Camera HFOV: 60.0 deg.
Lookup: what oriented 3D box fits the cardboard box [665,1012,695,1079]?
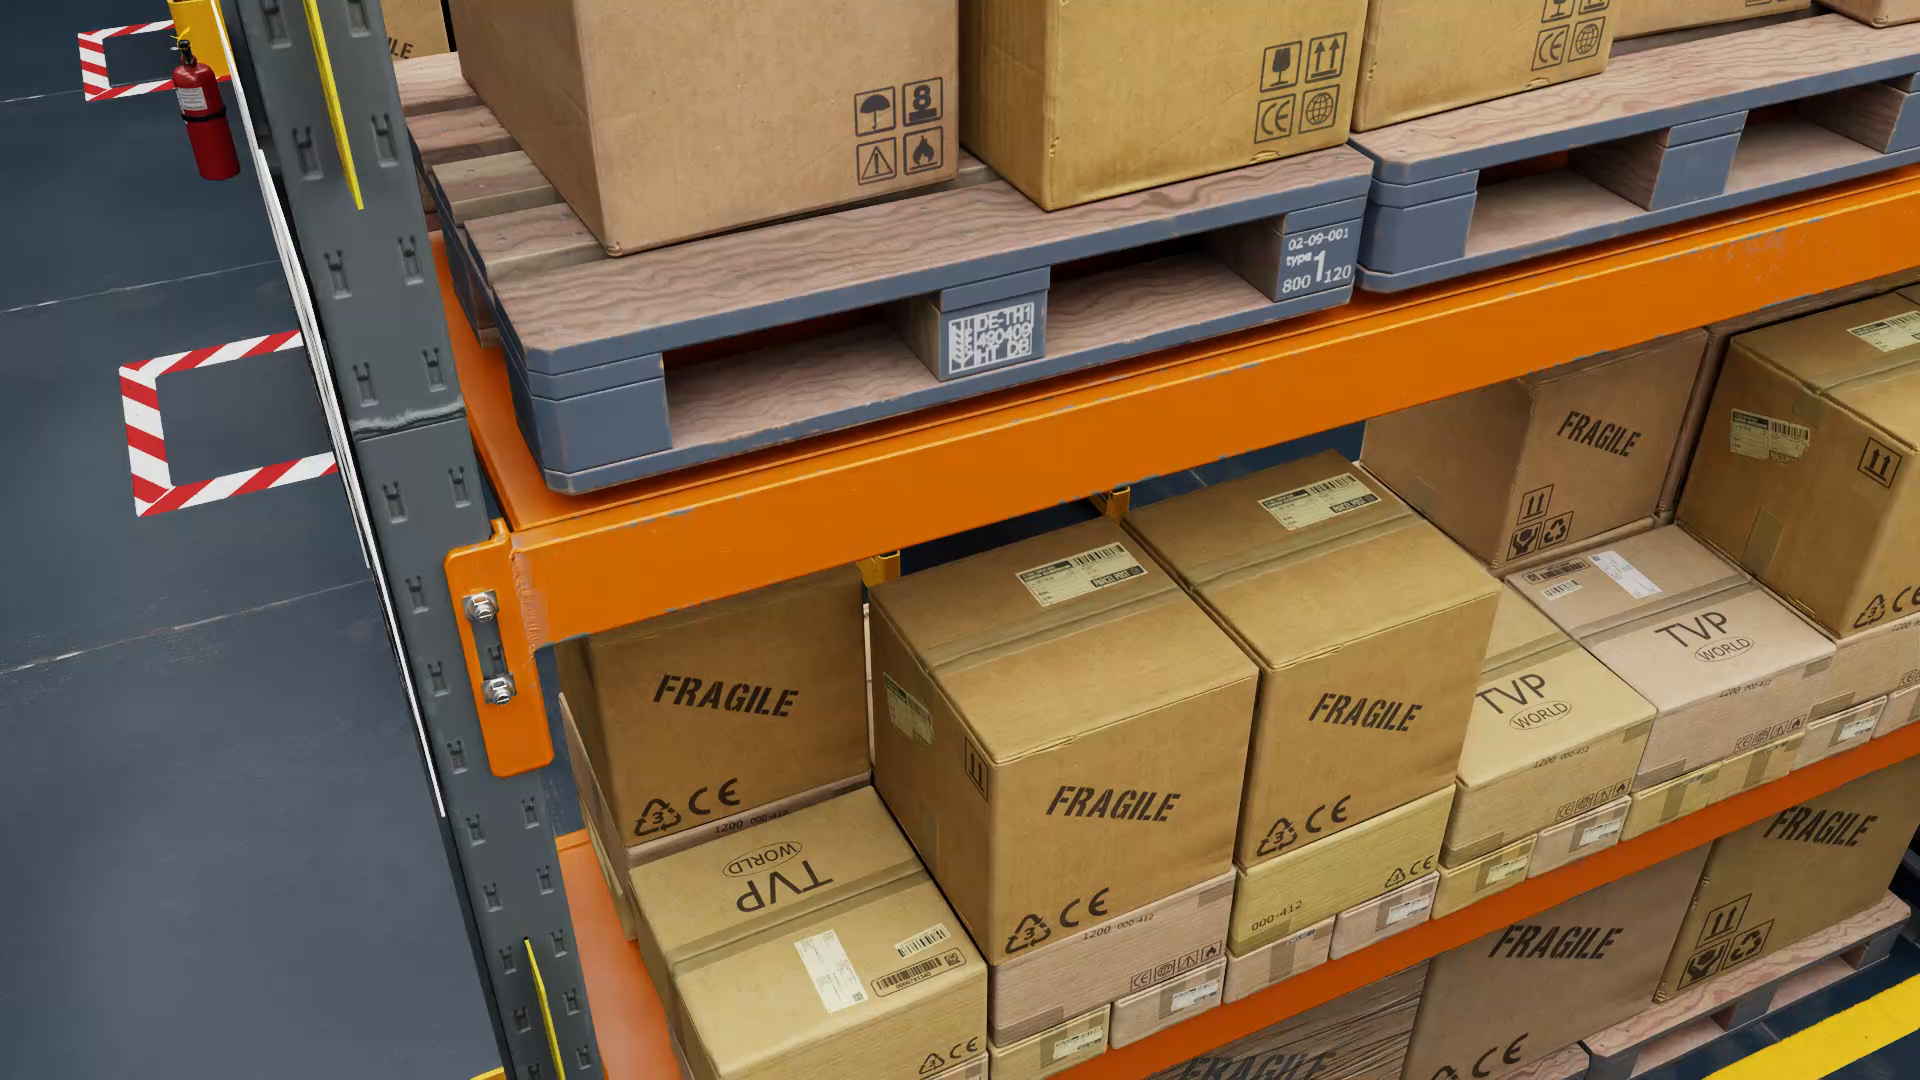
[{"bbox_3d":[-0.372,0.999,3.096,0.250,0.149,0.380,-15,39,-19],"label":"cardboard box"}]

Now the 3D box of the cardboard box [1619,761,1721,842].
[{"bbox_3d":[1.487,0.478,3.799,0.250,0.149,0.380,-16,40,-21],"label":"cardboard box"}]

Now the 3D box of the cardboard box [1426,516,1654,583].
[{"bbox_3d":[1.332,-0.027,4.144,0.500,0.250,0.500,-15,39,-19],"label":"cardboard box"}]

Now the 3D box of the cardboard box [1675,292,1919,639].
[{"bbox_3d":[2.030,-0.178,3.719,0.500,0.500,0.500,-15,39,-19],"label":"cardboard box"}]

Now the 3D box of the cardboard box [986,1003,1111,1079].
[{"bbox_3d":[0.091,0.868,3.272,0.250,0.149,0.380,-17,40,-21],"label":"cardboard box"}]

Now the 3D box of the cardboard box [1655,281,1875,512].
[{"bbox_3d":[1.796,-0.459,4.098,0.500,0.500,0.500,-16,39,-20],"label":"cardboard box"}]

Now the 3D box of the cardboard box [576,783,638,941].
[{"bbox_3d":[-0.651,0.643,3.576,0.250,0.149,0.380,-15,39,-19],"label":"cardboard box"}]

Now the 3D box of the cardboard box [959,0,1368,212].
[{"bbox_3d":[0.175,-0.882,2.383,0.500,0.500,0.700,-17,40,-22],"label":"cardboard box"}]

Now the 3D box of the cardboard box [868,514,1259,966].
[{"bbox_3d":[0.168,0.347,3.011,0.500,0.500,0.500,-17,40,-21],"label":"cardboard box"}]

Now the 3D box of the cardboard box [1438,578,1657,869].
[{"bbox_3d":[1.110,0.379,3.597,0.500,0.250,0.500,-16,40,-21],"label":"cardboard box"}]

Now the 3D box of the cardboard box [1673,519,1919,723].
[{"bbox_3d":[2.032,0.124,3.941,0.500,0.250,0.500,-14,39,-19],"label":"cardboard box"}]

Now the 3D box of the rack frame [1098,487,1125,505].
[{"bbox_3d":[0.537,-0.753,6.506,0.032,1.500,0.500,-16,39,-20],"label":"rack frame"}]

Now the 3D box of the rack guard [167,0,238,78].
[{"bbox_3d":[-5.066,-3.524,11.082,0.348,0.500,1.175,-16,39,-20],"label":"rack guard"}]

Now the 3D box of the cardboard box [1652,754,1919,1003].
[{"bbox_3d":[2.156,0.606,4.846,0.875,0.875,0.875,-16,39,-20],"label":"cardboard box"}]

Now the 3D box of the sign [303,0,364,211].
[{"bbox_3d":[-0.603,-0.477,1.557,0.005,0.325,0.100,-16,39,-20],"label":"sign"}]

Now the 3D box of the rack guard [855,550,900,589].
[{"bbox_3d":[-0.382,0.006,6.532,0.087,0.250,0.587,-16,39,-20],"label":"rack guard"}]

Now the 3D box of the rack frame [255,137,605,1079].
[{"bbox_3d":[-0.834,0.810,3.140,0.127,3.000,1.000,-16,39,-20],"label":"rack frame"}]

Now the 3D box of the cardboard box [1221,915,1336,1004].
[{"bbox_3d":[0.557,0.738,3.448,0.250,0.149,0.380,-16,40,-21],"label":"cardboard box"}]

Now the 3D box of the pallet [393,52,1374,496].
[{"bbox_3d":[-0.166,-0.553,2.534,1.213,0.211,1.003,-16,39,-20],"label":"pallet"}]

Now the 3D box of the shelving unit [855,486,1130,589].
[{"bbox_3d":[0.069,-0.622,6.329,1.083,1.500,0.587,-16,39,-20],"label":"shelving unit"}]

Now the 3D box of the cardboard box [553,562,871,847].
[{"bbox_3d":[-0.504,0.184,3.230,0.500,0.500,0.500,-15,39,-19],"label":"cardboard box"}]

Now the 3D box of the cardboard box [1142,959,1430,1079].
[{"bbox_3d":[0.536,1.059,4.235,0.875,0.875,0.875,-16,39,-20],"label":"cardboard box"}]

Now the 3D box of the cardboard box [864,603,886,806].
[{"bbox_3d":[-0.048,0.357,3.627,0.500,0.250,0.500,-16,40,-21],"label":"cardboard box"}]

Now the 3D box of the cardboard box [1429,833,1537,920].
[{"bbox_3d":[1.020,0.609,3.622,0.250,0.149,0.380,-17,40,-21],"label":"cardboard box"}]

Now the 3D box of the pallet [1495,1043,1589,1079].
[{"bbox_3d":[0.960,1.379,4.714,1.213,0.211,1.003,-16,39,-20],"label":"pallet"}]

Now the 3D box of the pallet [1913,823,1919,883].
[{"bbox_3d":[3.454,0.681,5.654,1.213,0.211,1.003,-16,39,-20],"label":"pallet"}]

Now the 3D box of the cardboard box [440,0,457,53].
[{"bbox_3d":[-1.852,-2.164,6.816,0.500,0.500,0.500,-16,39,-20],"label":"cardboard box"}]

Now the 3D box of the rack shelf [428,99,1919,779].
[{"bbox_3d":[0.977,-0.612,3.143,4.000,0.370,1.077,-16,39,-20],"label":"rack shelf"}]

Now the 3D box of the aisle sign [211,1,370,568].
[{"bbox_3d":[-1.026,-0.378,2.559,0.004,0.787,0.394,-16,39,-20],"label":"aisle sign"}]

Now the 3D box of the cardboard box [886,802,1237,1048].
[{"bbox_3d":[0.183,0.640,3.246,0.500,0.250,0.500,-16,39,-20],"label":"cardboard box"}]

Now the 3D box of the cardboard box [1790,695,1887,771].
[{"bbox_3d":[1.952,0.347,3.975,0.250,0.149,0.380,-15,39,-19],"label":"cardboard box"}]

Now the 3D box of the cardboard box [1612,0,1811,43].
[{"bbox_3d":[1.082,-1.236,2.861,0.500,0.500,0.700,-14,39,-18],"label":"cardboard box"}]
